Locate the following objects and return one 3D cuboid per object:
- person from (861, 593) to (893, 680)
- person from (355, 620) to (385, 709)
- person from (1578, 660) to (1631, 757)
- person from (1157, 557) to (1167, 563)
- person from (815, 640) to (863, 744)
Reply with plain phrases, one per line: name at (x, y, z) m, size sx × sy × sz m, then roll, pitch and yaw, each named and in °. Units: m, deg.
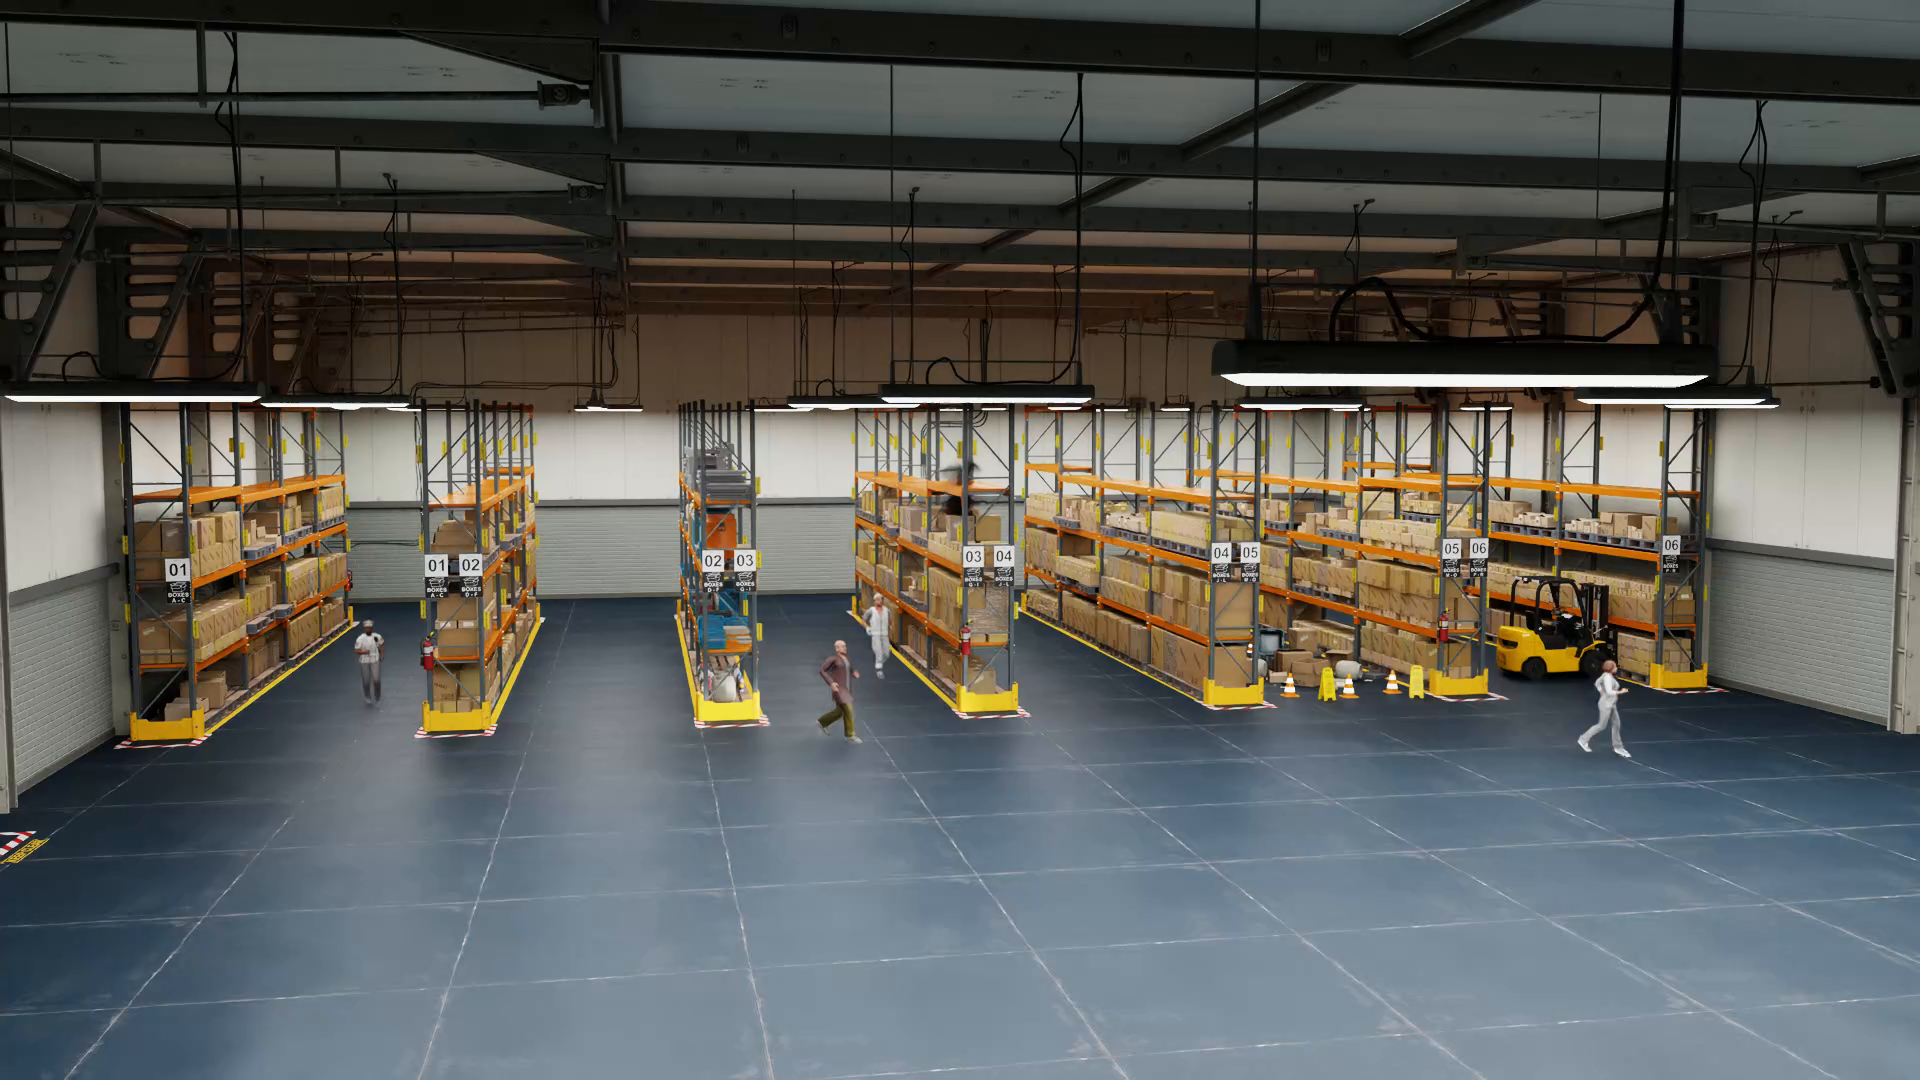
person at (-1.667, 1.977, 34.197) m, size 0.663 × 1.759 × 0.710 m, roll -2°, pitch 5°, yaw -22°
person at (-11.537, 2.429, 32.532) m, size 0.564 × 1.745 × 0.720 m, roll -2°, pitch 5°, yaw -19°
person at (10.801, 2.815, 27.823) m, size 0.837 × 1.585 × 0.558 m, roll 2°, pitch 5°, yaw 26°
person at (6.193, 1.104, 50.803) m, size 0.669 × 1.610 × 0.563 m, roll -1°, pitch 4°, yaw -10°
person at (-2.109, 2.641, 29.109) m, size 0.973 × 1.792 × 0.693 m, roll 2°, pitch 5°, yaw 26°
